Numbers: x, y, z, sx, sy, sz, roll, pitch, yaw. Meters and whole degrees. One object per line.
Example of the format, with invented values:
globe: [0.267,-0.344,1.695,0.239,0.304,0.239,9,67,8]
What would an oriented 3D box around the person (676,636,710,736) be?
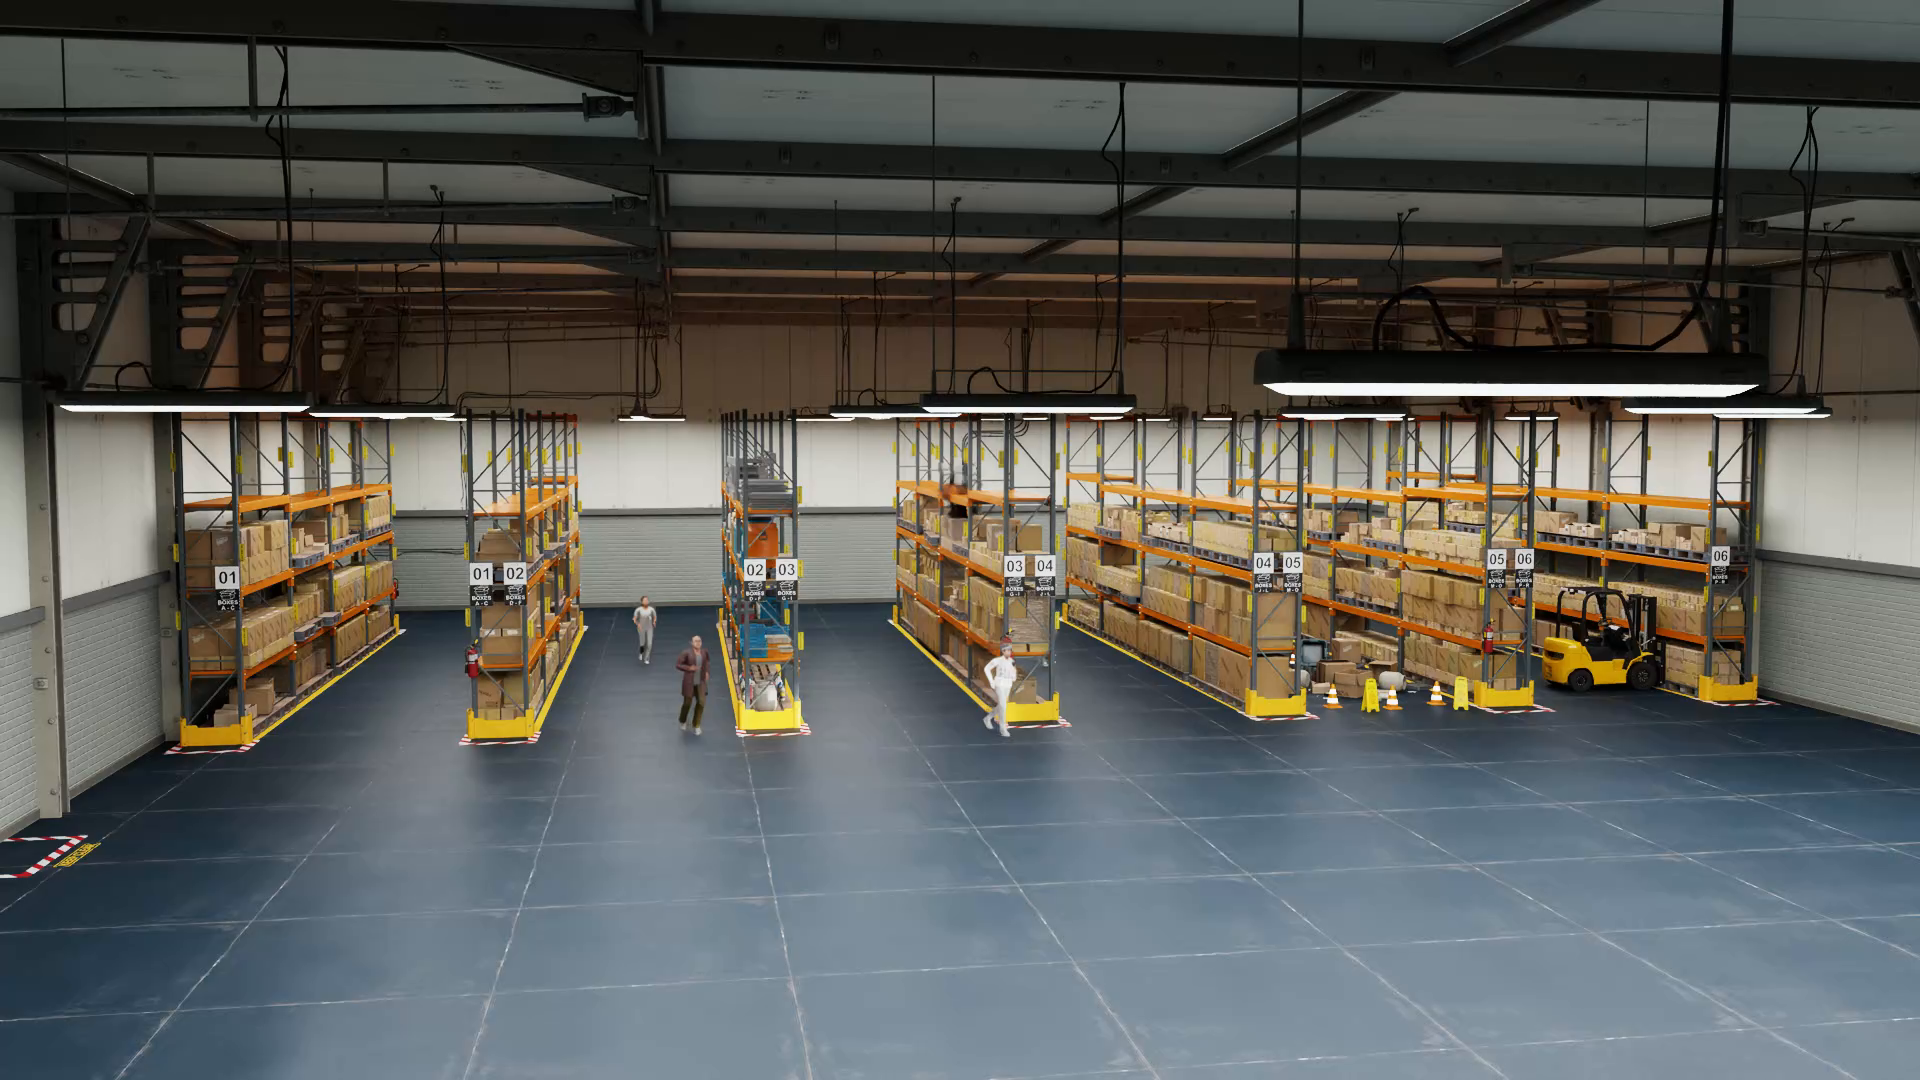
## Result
person: [-4.933,2.696,30.854,0.723,1.857,0.788,-2,4,-27]

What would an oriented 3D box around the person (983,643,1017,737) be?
person: [0.782,2.759,30.829,0.639,1.724,0.816,-3,5,-40]

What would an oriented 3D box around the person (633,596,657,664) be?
person: [-7.493,2.144,39.670,0.561,1.619,0.588,-1,4,-19]

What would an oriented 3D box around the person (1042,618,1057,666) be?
person: [2.049,2.207,39.237,0.590,1.551,0.571,-1,4,-15]
